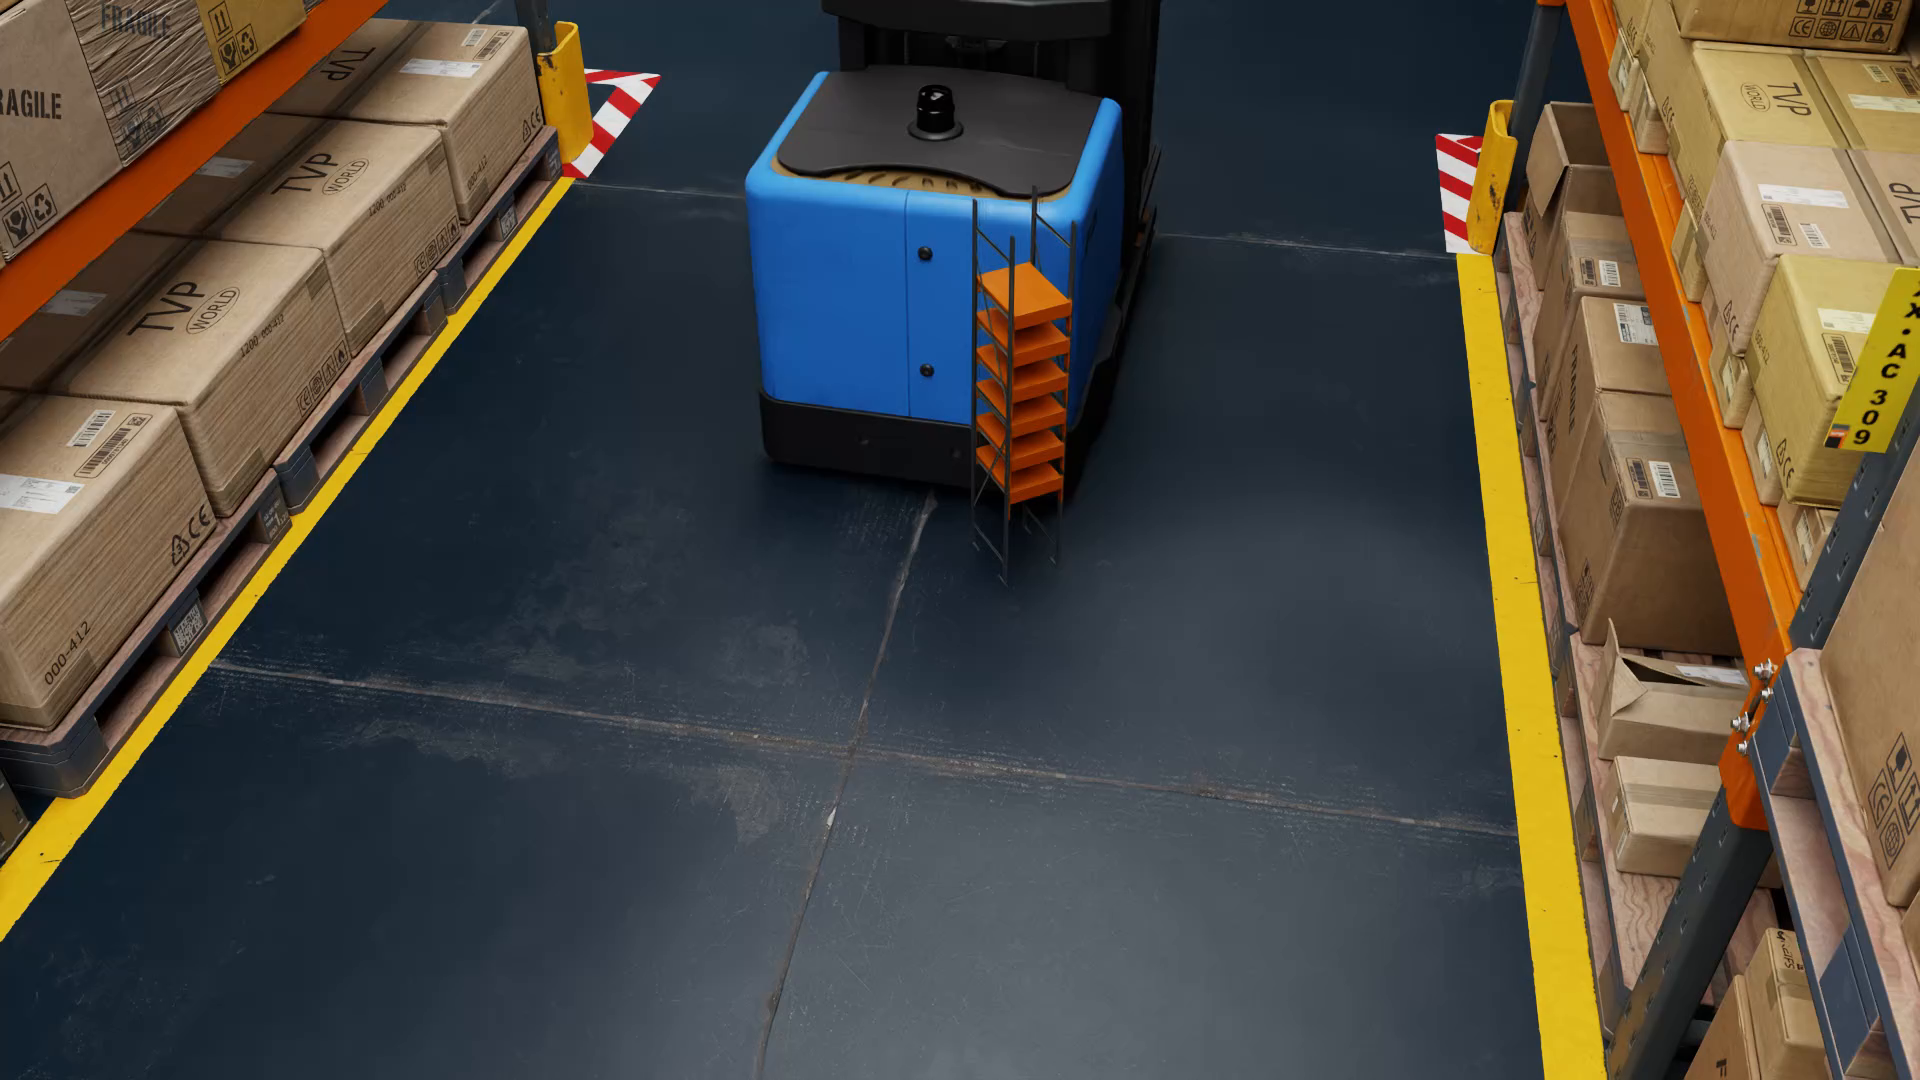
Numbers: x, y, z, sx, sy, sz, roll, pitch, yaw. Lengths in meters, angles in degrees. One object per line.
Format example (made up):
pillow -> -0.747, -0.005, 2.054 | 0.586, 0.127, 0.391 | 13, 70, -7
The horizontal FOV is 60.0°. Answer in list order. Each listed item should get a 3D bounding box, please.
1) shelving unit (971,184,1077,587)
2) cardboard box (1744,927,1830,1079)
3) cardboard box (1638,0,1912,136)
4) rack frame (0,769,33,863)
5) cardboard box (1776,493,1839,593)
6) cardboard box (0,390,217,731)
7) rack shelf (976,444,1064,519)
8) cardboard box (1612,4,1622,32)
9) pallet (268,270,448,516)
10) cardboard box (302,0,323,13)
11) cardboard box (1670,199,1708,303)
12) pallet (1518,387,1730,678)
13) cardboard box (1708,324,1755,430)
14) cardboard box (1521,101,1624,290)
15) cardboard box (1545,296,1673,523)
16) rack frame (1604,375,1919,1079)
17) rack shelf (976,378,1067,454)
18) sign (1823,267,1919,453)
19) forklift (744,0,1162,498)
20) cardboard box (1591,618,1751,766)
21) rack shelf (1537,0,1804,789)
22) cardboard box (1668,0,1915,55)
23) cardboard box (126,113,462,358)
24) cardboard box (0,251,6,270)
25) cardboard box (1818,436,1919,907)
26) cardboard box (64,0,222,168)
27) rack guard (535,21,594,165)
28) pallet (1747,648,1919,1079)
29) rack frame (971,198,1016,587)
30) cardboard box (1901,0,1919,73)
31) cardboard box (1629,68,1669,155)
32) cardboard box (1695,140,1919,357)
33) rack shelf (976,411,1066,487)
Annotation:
shelving unit -> 0.171, -0.415, 4.810 | 0.189, 1.200, 0.258 | -17, 43, -20
cardboard box -> 1.638, 0.866, 2.971 | 0.380, 0.149, 0.250 | 8, 40, 10
cardboard box -> 2.071, -1.235, 4.274 | 0.500, 0.250, 0.500 | 5, 40, 7
rack frame -> -2.928, -0.426, 3.411 | 1.000, 3.000, 0.127 | 6, 40, 8
cardboard box -> 1.768, -0.012, 3.108 | 0.380, 0.149, 0.250 | 7, 40, 8
cardboard box -> -2.713, 0.018, 4.556 | 0.875, 0.438, 0.875 | 6, 40, 7
rack shelf -> 0.171, -0.196, 4.992 | 0.180, 0.103, 0.258 | -17, 43, -20
cardboard box -> 2.213, -1.633, 5.068 | 0.380, 0.149, 0.250 | 8, 40, 9
pallet -> -2.510, -0.588, 5.795 | 1.003, 0.211, 1.213 | 6, 40, 8
cardboard box -> -2.239, -2.006, 5.243 | 0.500, 0.500, 0.500 | 7, 40, 9
cardboard box -> 1.902, -0.669, 3.902 | 0.380, 0.149, 0.250 | 6, 40, 7
pallet -> 2.291, -0.005, 5.090 | 1.003, 0.211, 1.213 | 6, 40, 8
cardboard box -> 1.813, -0.344, 3.509 | 0.380, 0.149, 0.250 | 7, 40, 9
cardboard box -> 2.455, -1.218, 5.998 | 0.797, 0.503, 0.637 | 5, 40, 6
cardboard box -> 2.079, -0.363, 4.968 | 0.500, 0.500, 0.500 | 7, 40, 8
rack frame -> 1.962, 0.119, 2.752 | 1.000, 3.000, 0.127 | 6, 40, 8
rack shelf -> 0.171, -0.381, 4.839 | 0.180, 0.103, 0.258 | -17, 43, -20
sign -> 1.426, -0.269, 2.543 | 0.100, 0.325, 0.005 | 6, 40, 8
forklift -> 0.169, -2.209, 5.622 | 1.130, 2.935, 3.031 | 8, 40, 10
cardboard box -> 1.831, 0.405, 4.222 | 0.396, 0.266, 0.258 | 8, 40, 9
rack shelf -> 2.308, -0.859, 4.499 | 1.077, 0.370, 4.000 | 6, 40, 8
cardboard box -> 2.051, -1.541, 4.055 | 0.500, 0.500, 0.500 | 7, 40, 9
cardboard box -> -2.401, -1.110, 5.920 | 0.875, 0.438, 0.875 | 7, 40, 9
cardboard box -> -2.588, -0.730, 3.700 | 0.500, 0.500, 0.500 | 8, 40, 9
cardboard box -> 1.658, 0.198, 2.249 | 0.700, 0.500, 0.500 | 7, 40, 9
cardboard box -> -2.405, -1.357, 4.458 | 0.500, 0.500, 0.500 | 7, 40, 8
rack guard -> -2.231, -1.988, 7.262 | 1.175, 0.500, 0.348 | 6, 40, 8
pallet -> 1.716, 0.683, 2.221 | 1.003, 0.211, 1.213 | 6, 40, 8
rack frame -> 0.089, -0.389, 4.779 | 0.006, 1.200, 0.240 | -17, 43, -20
cardboard box -> 2.564, -1.168, 4.193 | 0.500, 0.250, 0.500 | 6, 40, 8
cardboard box -> 2.030, -1.148, 4.481 | 0.380, 0.149, 0.250 | 7, 40, 9
cardboard box -> 1.882, -0.600, 3.506 | 0.500, 0.250, 0.500 | 7, 40, 8
rack shelf -> 0.171, -0.288, 4.915 | 0.180, 0.103, 0.258 | -17, 43, -20
